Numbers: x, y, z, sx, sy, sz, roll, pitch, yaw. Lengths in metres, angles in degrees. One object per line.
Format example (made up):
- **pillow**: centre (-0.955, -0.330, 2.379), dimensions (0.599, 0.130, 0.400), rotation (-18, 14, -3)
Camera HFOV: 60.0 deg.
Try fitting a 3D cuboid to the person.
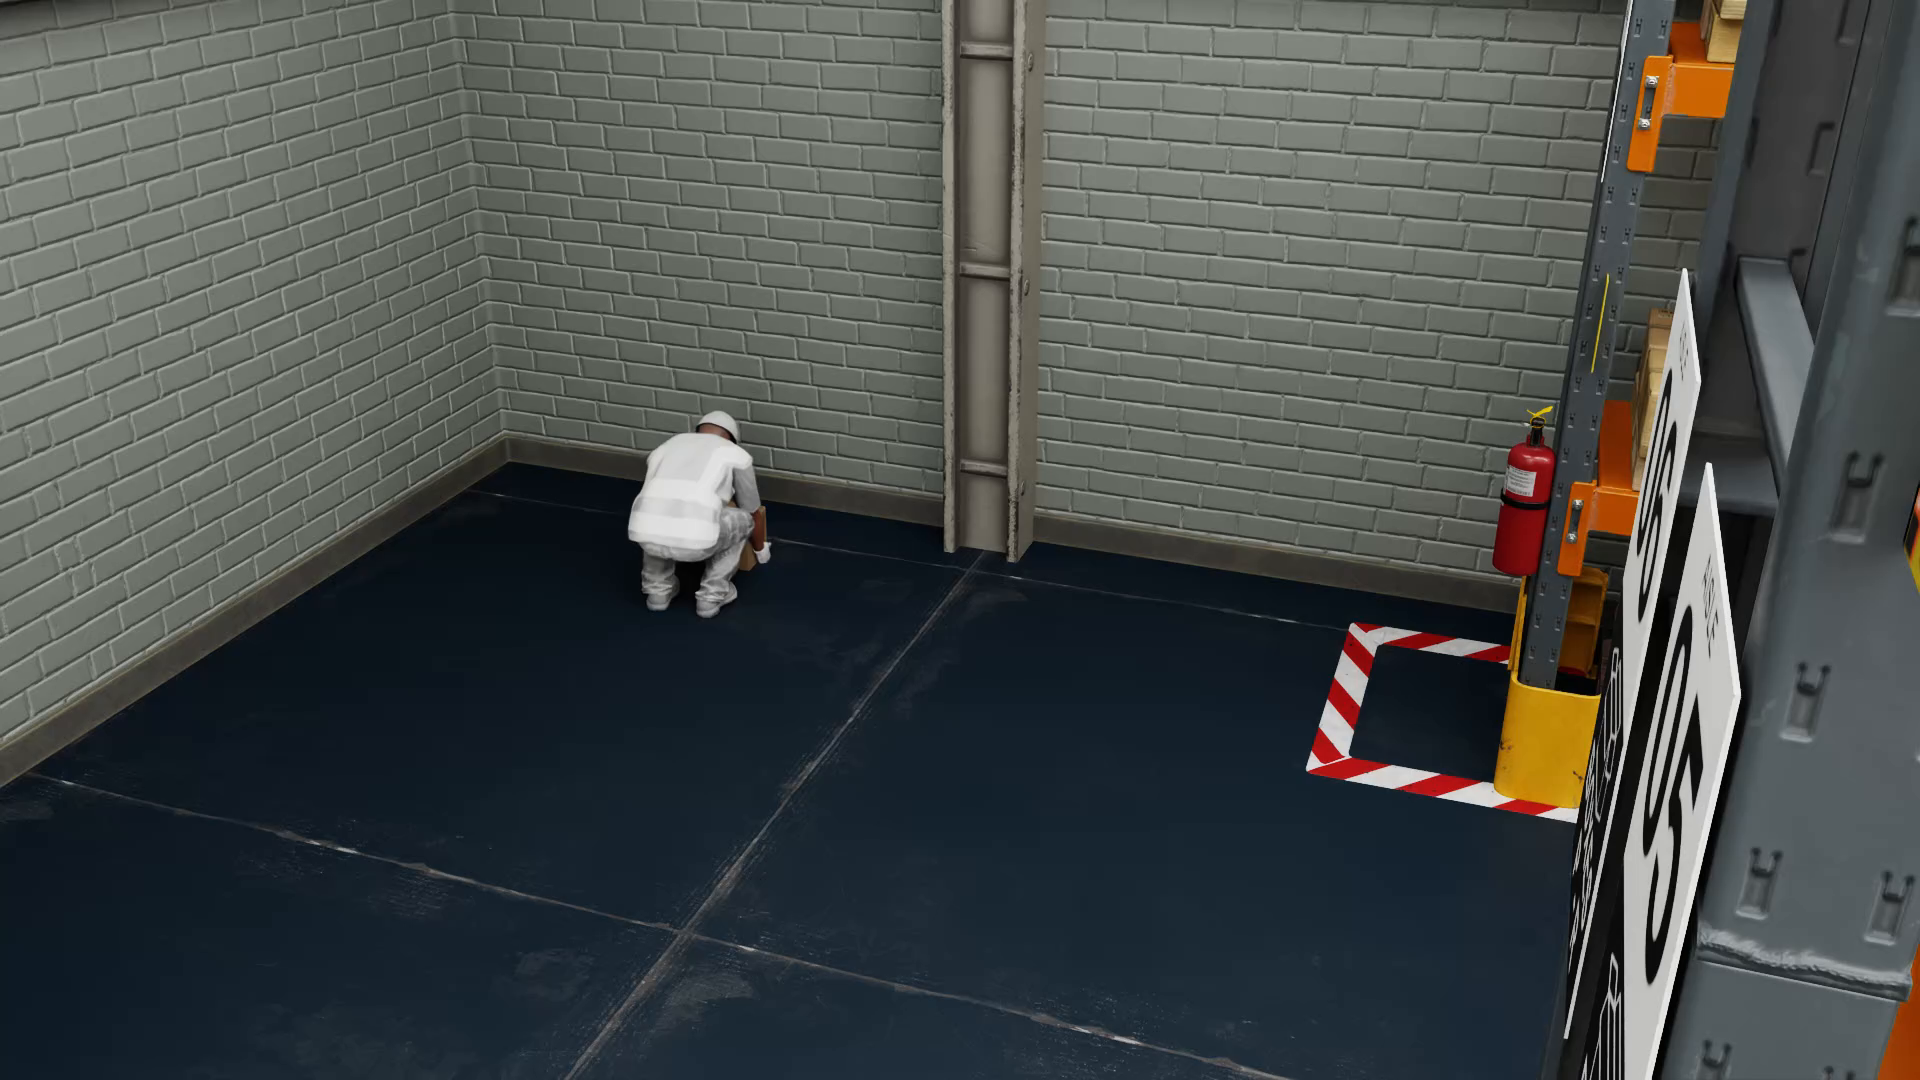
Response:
- **person**: centre (-1.331, -0.497, 7.641), dimensions (0.619, 1.772, 0.451), rotation (5, 26, 11)
